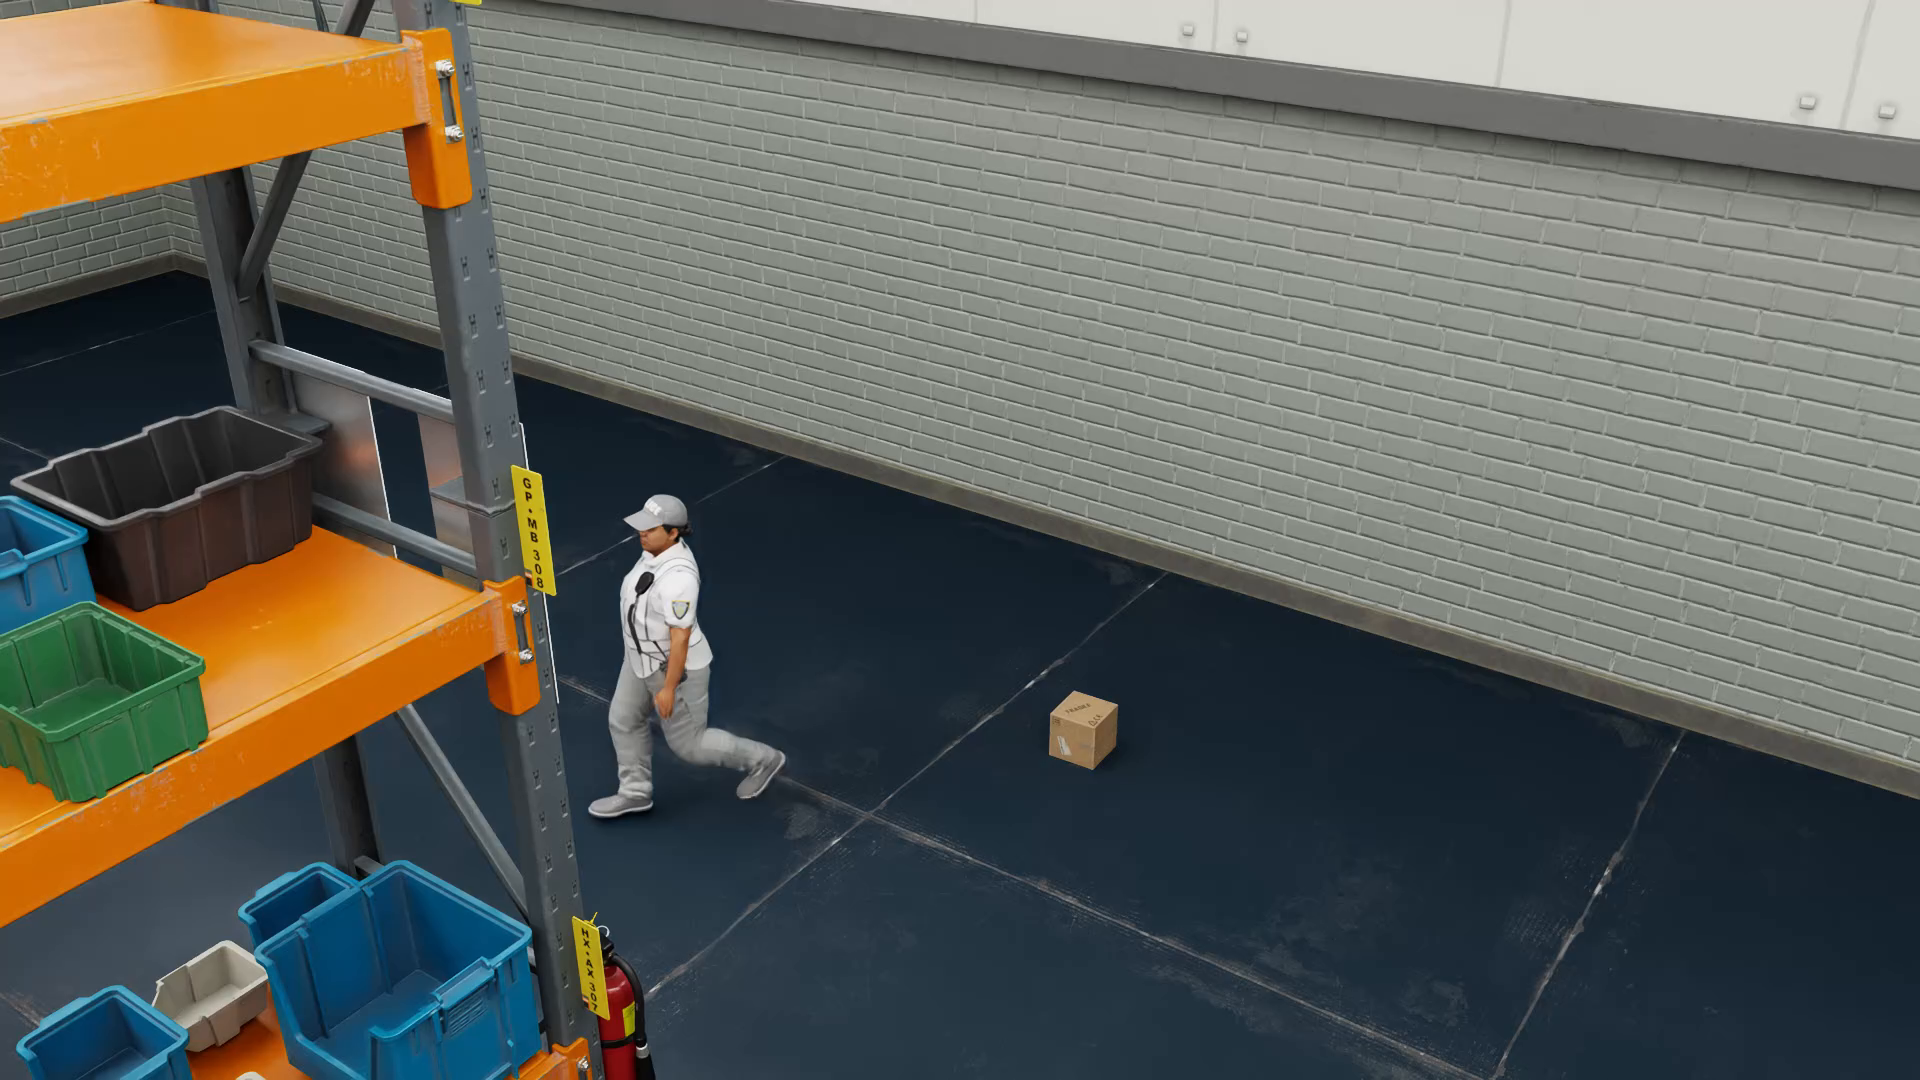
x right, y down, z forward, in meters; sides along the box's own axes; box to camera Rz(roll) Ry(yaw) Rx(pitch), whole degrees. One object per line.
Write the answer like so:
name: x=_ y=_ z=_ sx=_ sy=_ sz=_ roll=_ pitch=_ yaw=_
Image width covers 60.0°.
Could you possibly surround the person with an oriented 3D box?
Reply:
person: x=-1.288 y=0.544 z=7.543 sx=0.906 sy=1.615 sz=0.491 roll=-12 pitch=29 yaw=-22
